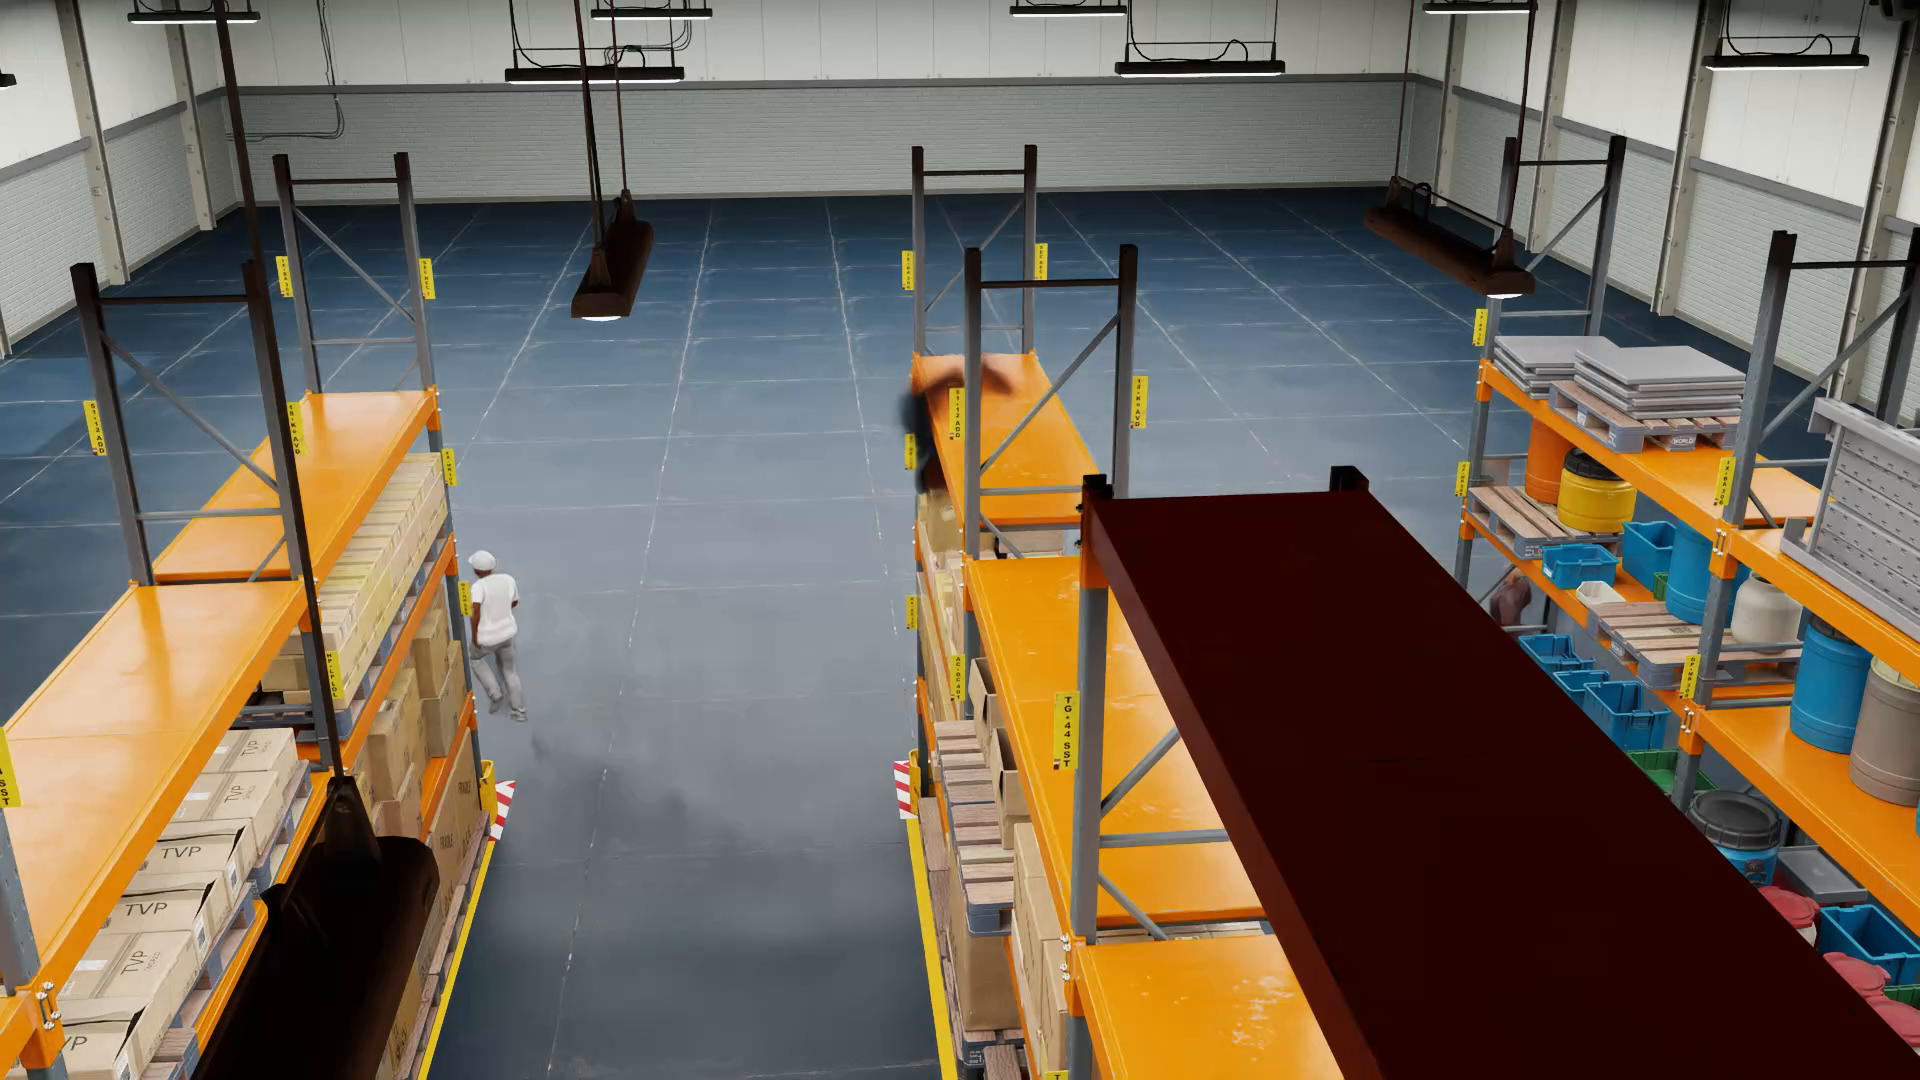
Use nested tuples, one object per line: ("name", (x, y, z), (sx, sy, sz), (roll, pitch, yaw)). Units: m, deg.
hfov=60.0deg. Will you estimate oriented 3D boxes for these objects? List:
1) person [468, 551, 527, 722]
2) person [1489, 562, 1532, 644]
("person", (-4.569, 0.947, 16.268), (0.802, 1.746, 0.733), (17, 27, 36))
("person", (5.485, 0.991, 16.813), (0.816, 1.714, 0.775), (14, 26, 32))
